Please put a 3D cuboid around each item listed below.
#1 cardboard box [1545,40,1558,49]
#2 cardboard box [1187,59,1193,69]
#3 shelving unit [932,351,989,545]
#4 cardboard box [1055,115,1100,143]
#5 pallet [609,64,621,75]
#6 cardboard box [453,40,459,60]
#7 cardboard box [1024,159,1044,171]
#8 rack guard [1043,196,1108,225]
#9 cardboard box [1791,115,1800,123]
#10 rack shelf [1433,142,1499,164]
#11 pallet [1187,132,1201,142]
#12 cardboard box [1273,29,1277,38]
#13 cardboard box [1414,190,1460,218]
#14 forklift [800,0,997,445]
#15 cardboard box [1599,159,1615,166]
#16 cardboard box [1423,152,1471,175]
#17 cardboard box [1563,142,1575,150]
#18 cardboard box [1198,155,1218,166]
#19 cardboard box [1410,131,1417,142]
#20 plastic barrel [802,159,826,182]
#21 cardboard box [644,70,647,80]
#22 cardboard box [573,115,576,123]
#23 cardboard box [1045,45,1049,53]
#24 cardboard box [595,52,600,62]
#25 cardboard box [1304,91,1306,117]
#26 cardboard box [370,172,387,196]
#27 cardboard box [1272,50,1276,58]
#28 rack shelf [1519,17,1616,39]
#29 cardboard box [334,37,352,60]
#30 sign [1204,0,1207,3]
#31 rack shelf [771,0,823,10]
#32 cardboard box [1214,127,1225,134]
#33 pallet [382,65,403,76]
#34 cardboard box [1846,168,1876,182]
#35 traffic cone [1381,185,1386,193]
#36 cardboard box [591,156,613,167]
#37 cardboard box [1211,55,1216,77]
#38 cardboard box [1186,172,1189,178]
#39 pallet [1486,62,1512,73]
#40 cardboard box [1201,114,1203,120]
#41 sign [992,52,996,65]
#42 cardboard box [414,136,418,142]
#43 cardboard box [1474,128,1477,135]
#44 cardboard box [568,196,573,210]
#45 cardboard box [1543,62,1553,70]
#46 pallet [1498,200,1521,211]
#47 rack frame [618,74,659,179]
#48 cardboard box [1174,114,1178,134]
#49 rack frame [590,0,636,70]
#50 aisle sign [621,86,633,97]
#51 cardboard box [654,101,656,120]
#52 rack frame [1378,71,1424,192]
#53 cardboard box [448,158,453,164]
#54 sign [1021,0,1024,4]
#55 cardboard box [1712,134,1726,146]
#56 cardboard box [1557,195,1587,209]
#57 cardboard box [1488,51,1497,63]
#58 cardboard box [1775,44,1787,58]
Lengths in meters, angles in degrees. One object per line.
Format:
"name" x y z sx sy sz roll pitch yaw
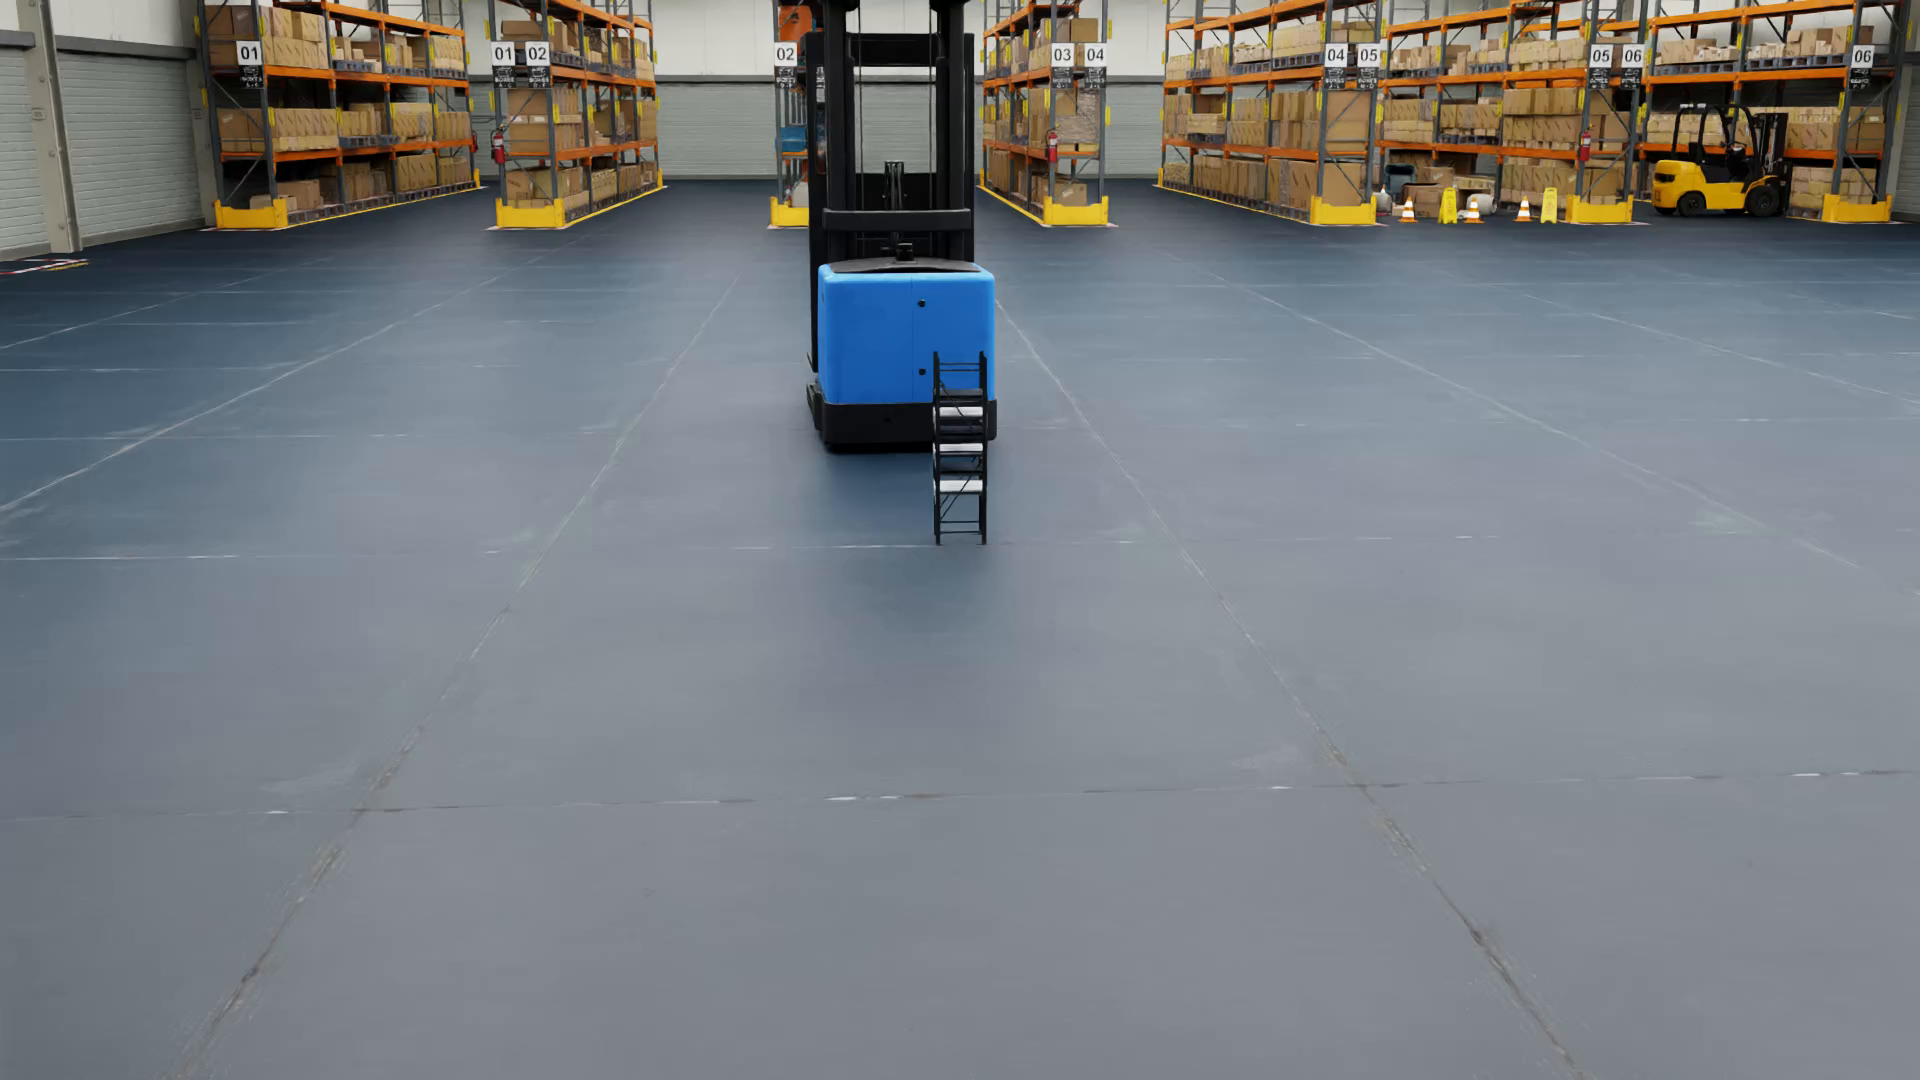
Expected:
"cardboard box" 11.583 -9.610 32.243 0.380 0.149 0.250 -1 14 -2
"cardboard box" 6.068 -12.049 42.113 0.500 0.250 0.500 -2 15 -6
"shelving unit" 0.000 -0.438 7.922 0.258 0.900 0.210 -1 14 -3
"cardboard box" 2.130 -7.610 30.784 0.875 0.500 0.500 -1 14 -3
"pallet" -8.115 -10.311 36.442 1.213 0.211 1.003 0 14 -1
"cardboard box" -13.348 -12.722 43.186 0.500 0.500 0.500 0 14 -2
"cardboard box" 1.712 -8.469 37.551 0.500 0.250 0.500 0 14 -1
"rack guard" 2.132 -6.088 30.685 1.175 0.500 0.348 -1 14 -3
"cardboard box" 16.577 -8.274 32.660 0.380 0.149 0.250 -1 14 -3
"rack shelf" 11.656 -8.577 36.784 1.077 0.370 4.000 -1 14 -3
"pallet" 6.252 -10.030 41.376 1.003 0.211 1.213 -1 14 -3
"cardboard box" 6.529 -10.199 33.488 0.380 0.149 0.250 -1 14 -3
"cardboard box" 9.392 -6.622 32.752 0.797 0.503 0.637 -13 20 -42
"forklift" -0.484 -2.316 11.146 1.130 2.935 3.031 -2 15 -7
"cardboard box" 16.138 -9.385 41.353 0.380 0.149 0.250 0 14 -1
"cardboard box" 11.572 -8.770 39.513 0.875 0.875 0.875 -1 14 -4
"cardboard box" 11.665 -7.462 31.513 0.380 0.149 0.250 -1 14 -4
"cardboard box" 6.167 -9.351 41.021 0.500 0.250 0.500 0 14 -2
"cardboard box" 11.179 -9.724 40.100 0.500 0.250 0.500 -1 14 -4
"plastic barrel" -3.350 -8.467 38.426 0.600 0.830 0.708 -1 14 -3
"cardboard box" -8.368 -11.990 42.889 0.500 0.250 0.500 -1 14 -3
"cardboard box" -7.719 -8.229 32.487 0.380 0.149 0.250 -1 14 -4
"cardboard box" 1.783 -9.050 30.662 0.380 0.149 0.250 -2 15 -6
"cardboard box" -8.112 -10.459 36.094 0.500 0.250 0.500 0 14 -2
"cardboard box" 7.084 -8.297 31.784 0.875 0.550 0.550 -1 14 -3
"cardboard box" -13.094 -7.864 36.705 0.700 0.500 0.500 -1 14 -3
"cardboard box" 6.529 -9.813 33.587 0.380 0.149 0.250 -1 14 -4
"rack shelf" 16.114 -13.548 44.071 1.077 0.370 4.000 -1 14 -3
"cardboard box" -12.973 -10.194 34.562 0.500 0.500 0.500 -1 14 -5
"sign" 6.657 -14.748 45.096 0.100 0.325 0.005 -1 14 -3
"rack shelf" -2.931 -10.064 31.328 1.077 0.370 4.000 -1 14 -3
"cardboard box" 6.108 -9.518 38.661 0.380 0.149 0.250 -1 14 -3
"pallet" -13.283 -10.561 37.411 1.213 0.211 1.003 0 14 -1
"cardboard box" 17.141 -6.989 31.838 0.500 0.250 0.500 -1 14 -4
"traffic cone" 9.290 -7.543 36.412 0.336 0.463 0.334 -1 14 -3
"cardboard box" -8.646 -9.105 40.023 0.500 0.250 0.500 -1 14 -3
"cardboard box" 6.238 -11.209 39.350 0.500 0.500 0.500 -1 14 -3
"cardboard box" 6.013 -9.356 42.651 0.380 0.149 0.250 -1 14 -2
"pallet" 11.848 -9.945 35.014 1.213 0.211 1.003 -1 14 -3
"cardboard box" 6.017 -10.192 40.086 0.380 0.149 0.250 0 14 -2
"sign" 0.839 -11.997 41.417 0.100 0.325 0.005 -1 14 -3
"cardboard box" -13.100 -9.527 39.496 0.380 0.149 0.250 -1 14 -5
"cardboard box" 11.424 -8.887 36.208 0.380 0.149 0.250 -1 14 -3
"cardboard box" -7.627 -6.385 31.498 0.500 0.250 0.500 -1 14 -3
"cardboard box" 11.587 -9.230 32.363 0.380 0.149 0.250 -1 14 -4
"pallet" 11.857 -6.911 34.462 1.003 0.211 1.213 -1 14 -3
"rack frame" -8.742 -11.107 45.175 1.000 3.000 0.127 -1 14 -3
"cardboard box" 5.968 -11.006 43.984 0.500 0.500 0.500 -1 14 -5
"rack frame" -8.494 -13.018 40.561 1.000 3.000 0.127 -1 14 -3
"aisle sign" -9.039 -12.378 44.900 0.394 0.787 0.004 -1 14 -3
"cardboard box" -8.440 -11.533 44.625 0.500 0.500 0.500 -1 14 -4
"rack frame" 11.284 -10.417 42.494 1.000 3.000 0.127 -1 14 -3
"cardboard box" -13.254 -9.747 42.762 0.380 0.149 0.250 -1 14 -5
"sign" 1.688 -14.660 44.911 0.100 0.325 0.005 -1 14 -3
"cardboard box" 16.441 -8.554 35.553 0.500 0.250 0.500 -1 14 -2
"cardboard box" 11.708 -6.507 31.974 0.500 0.250 0.500 -1 14 -4
"cardboard box" 11.573 -10.280 35.399 0.500 0.250 0.500 -1 14 -3
"cardboard box" 16.523 -9.771 33.188 0.396 0.266 0.258 -1 14 -5
